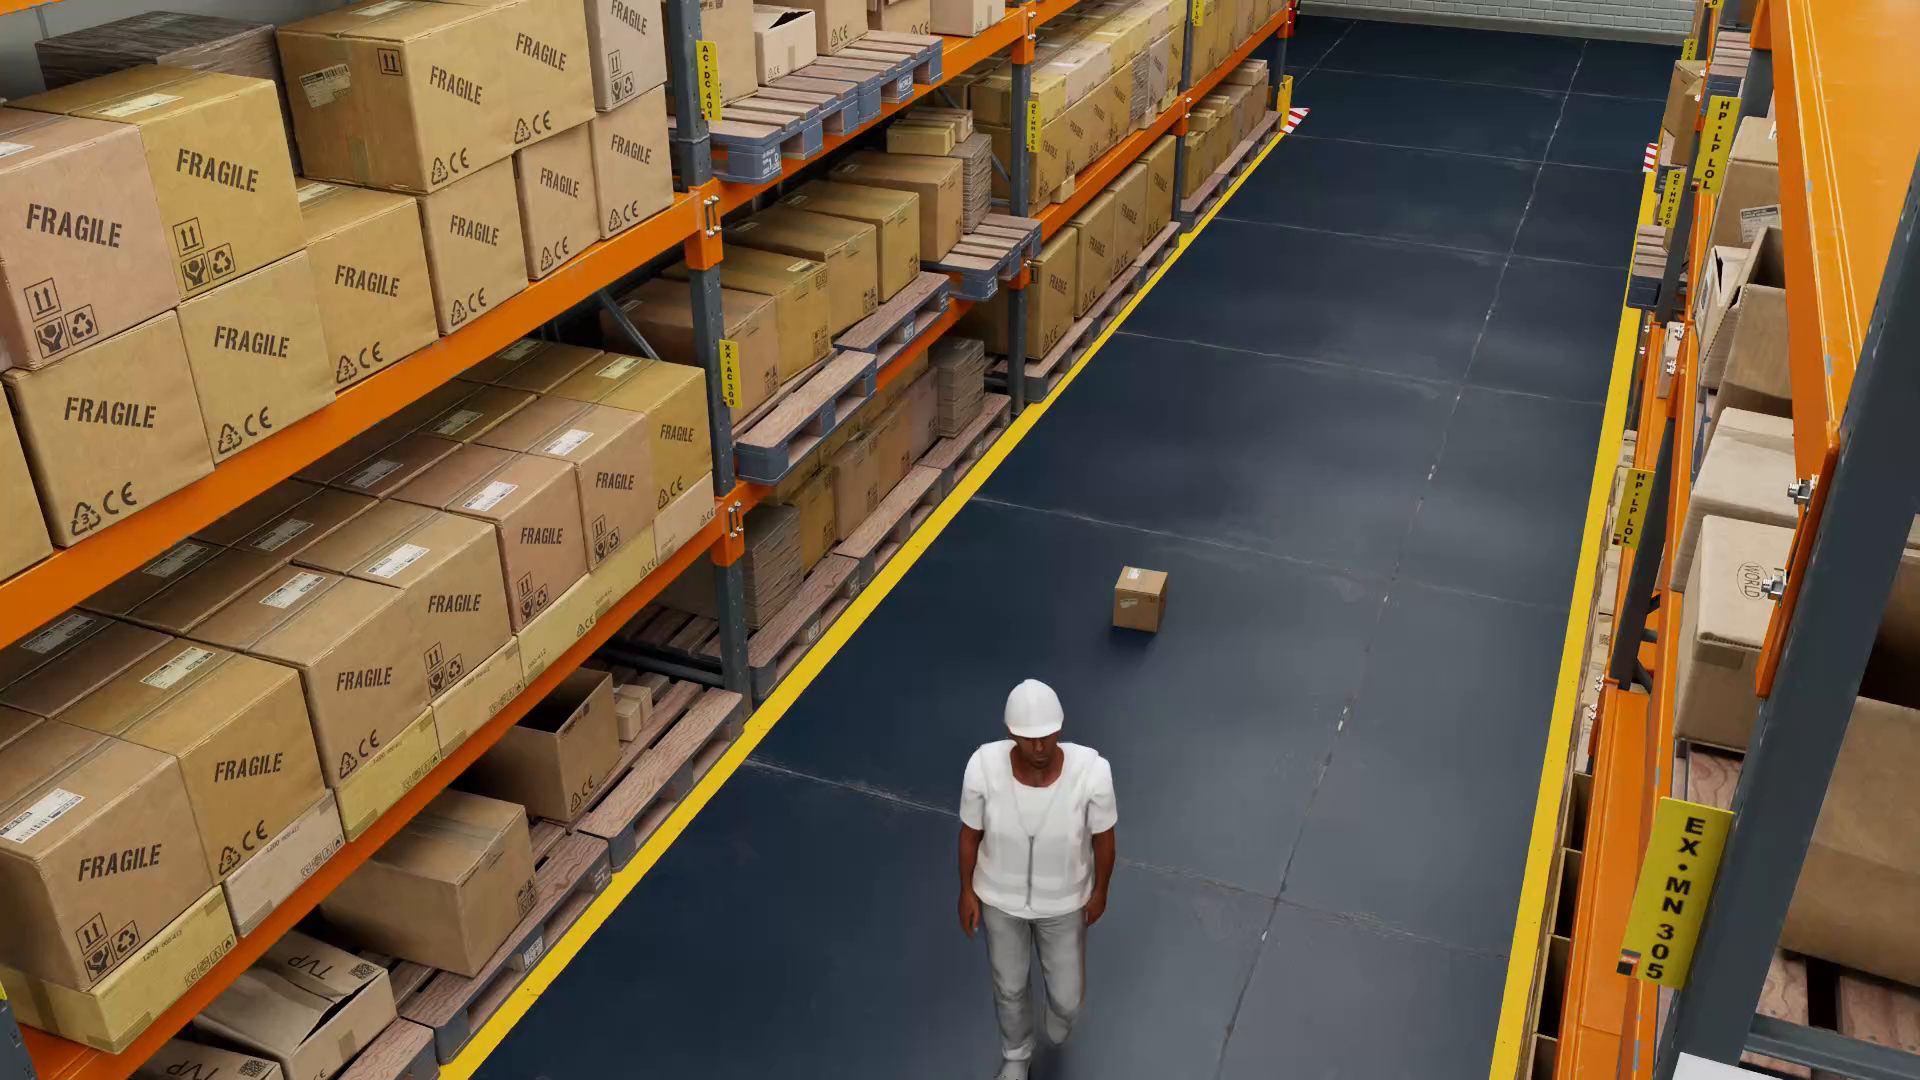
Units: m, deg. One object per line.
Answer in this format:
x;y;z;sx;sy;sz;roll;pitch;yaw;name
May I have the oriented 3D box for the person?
0.274;1.272;6.075;0.567;1.758;0.531;4;30;7;person
